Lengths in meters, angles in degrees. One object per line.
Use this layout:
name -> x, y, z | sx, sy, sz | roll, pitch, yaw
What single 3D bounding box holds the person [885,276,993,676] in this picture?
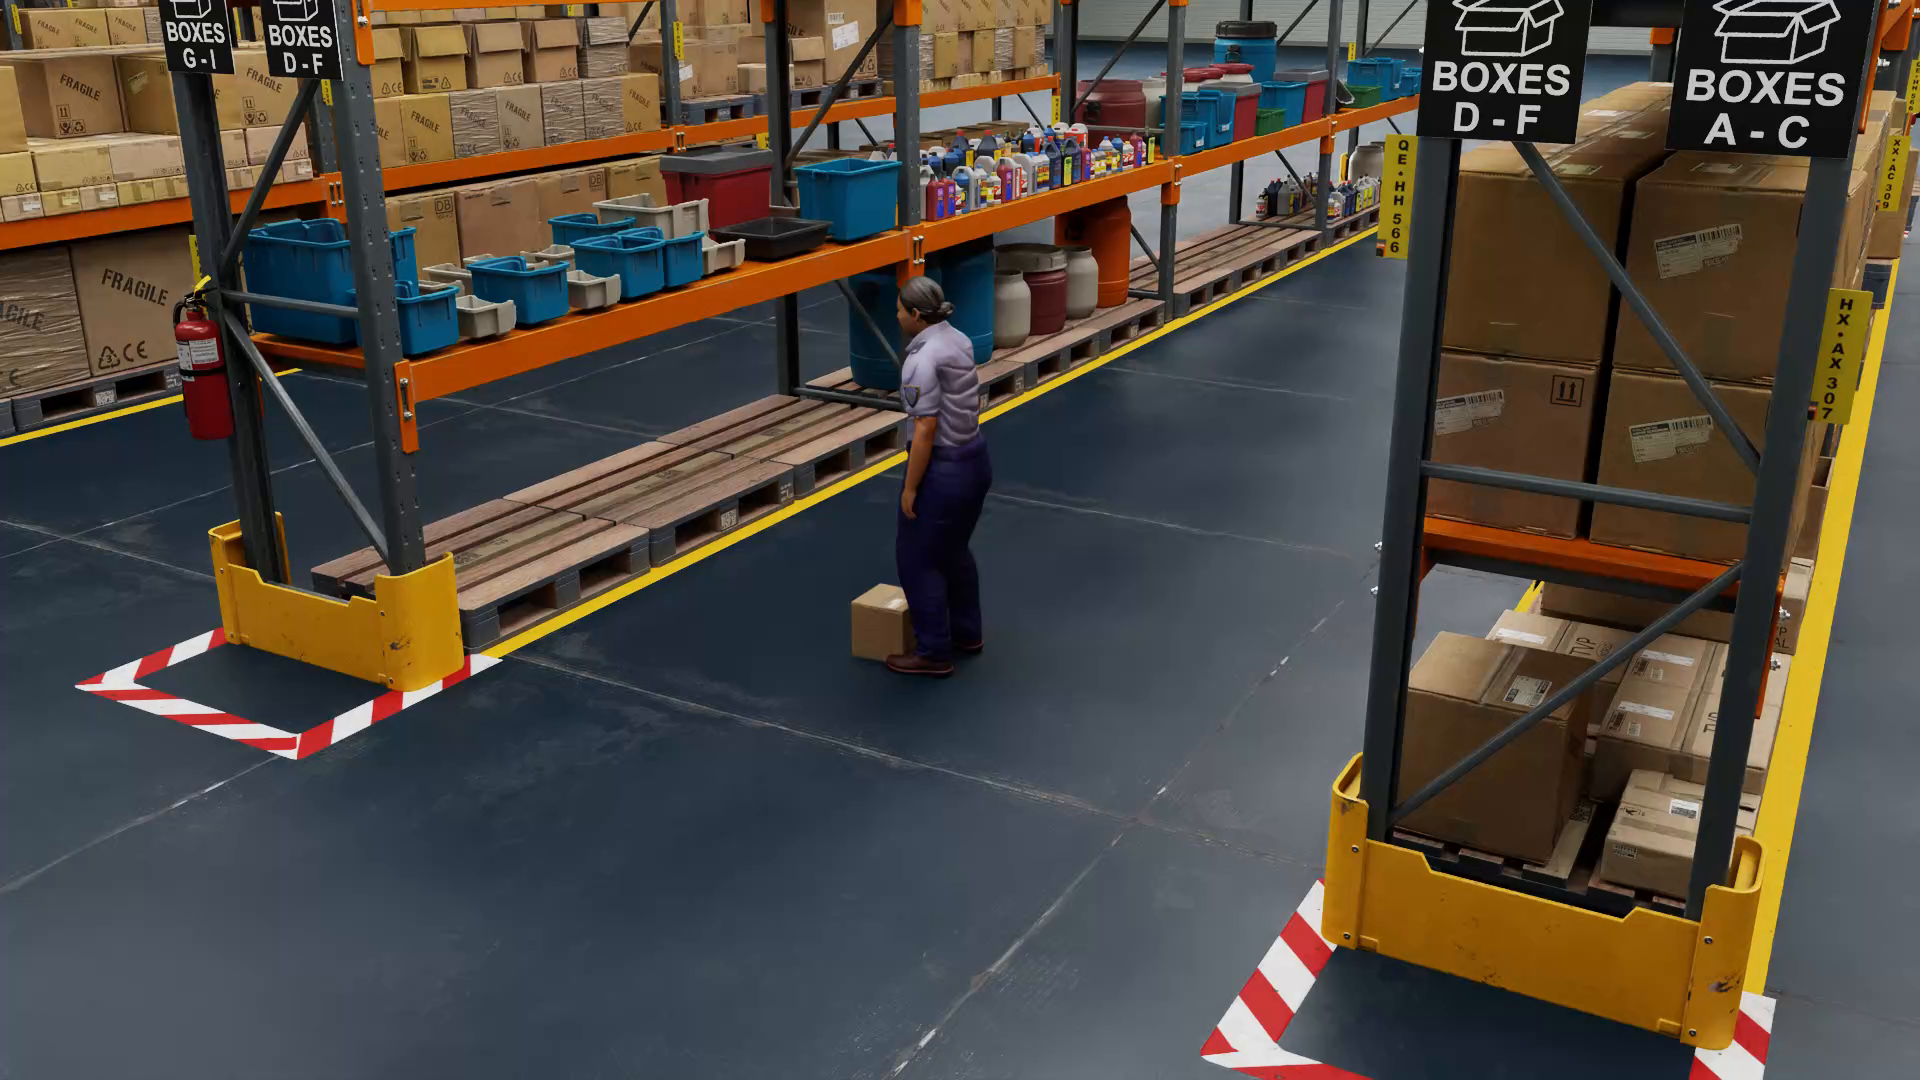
person -> -0.079, -0.263, 6.824 | 0.368, 1.650, 0.546 | 10, 22, 25
